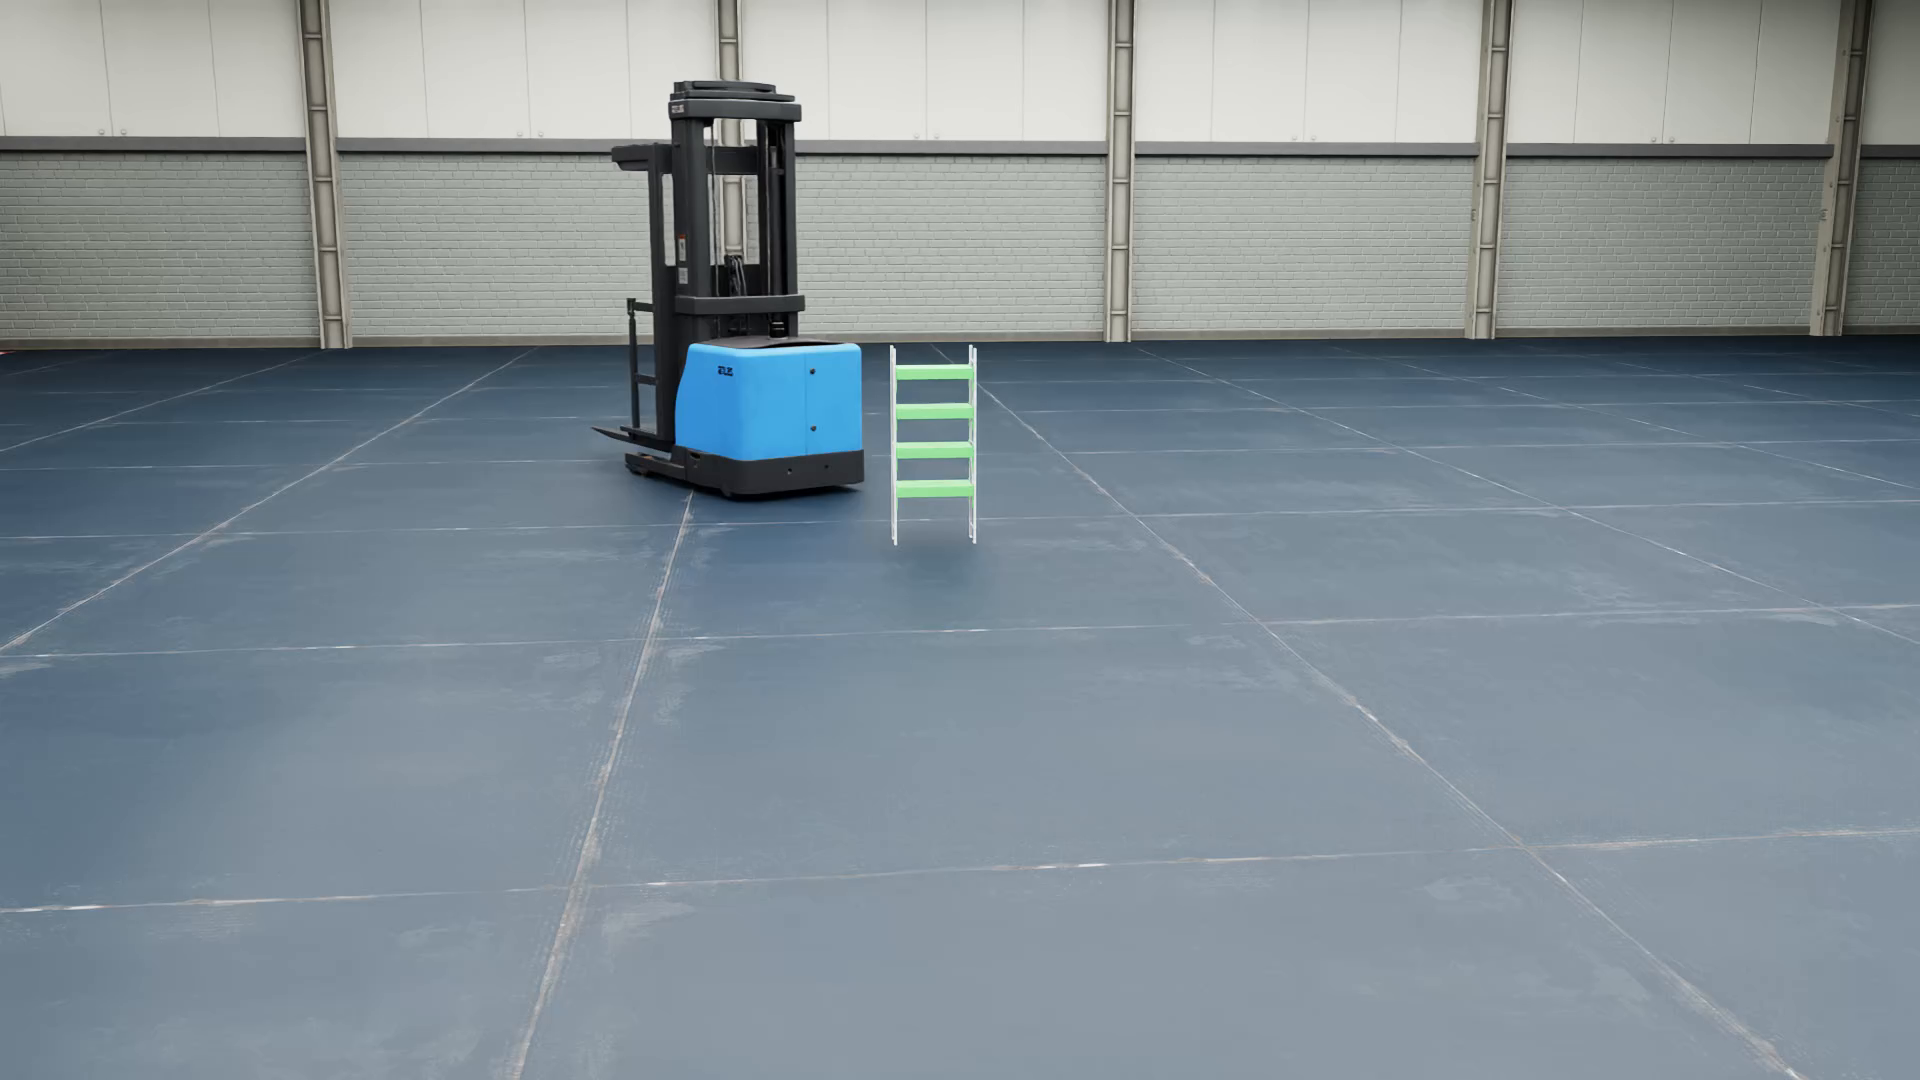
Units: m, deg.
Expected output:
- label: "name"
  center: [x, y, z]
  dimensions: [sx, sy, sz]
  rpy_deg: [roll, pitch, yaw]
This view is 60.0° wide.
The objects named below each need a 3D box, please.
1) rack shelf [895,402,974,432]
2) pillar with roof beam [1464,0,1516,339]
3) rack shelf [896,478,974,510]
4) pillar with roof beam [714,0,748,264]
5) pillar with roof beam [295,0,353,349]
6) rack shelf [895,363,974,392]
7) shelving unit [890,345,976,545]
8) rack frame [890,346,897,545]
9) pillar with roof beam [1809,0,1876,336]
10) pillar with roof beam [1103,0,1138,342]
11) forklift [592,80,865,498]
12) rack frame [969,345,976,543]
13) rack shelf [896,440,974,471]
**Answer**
- label: "rack shelf"
  center: [-0.165, -0.758, 10.201]
  dimensions: [0.480, 0.148, 0.258]
  rpy_deg: [-1, 11, -6]
- label: "pillar with roof beam"
  center: [8.925, -6.878, 22.024]
  dimensions: [0.400, 9.000, 9.100]
  rpy_deg: [-1, 11, -6]
- label: "rack shelf"
  center: [-0.165, -0.287, 10.293]
  dimensions: [0.480, 0.148, 0.258]
  rpy_deg: [-1, 11, -6]
- label: "pillar with roof beam"
  center: [-3.005, -6.628, 20.753]
  dimensions: [0.400, 9.000, 9.100]
  rpy_deg: [-1, 11, -6]
- label: "pillar with roof beam"
  center: [-8.970, -6.503, 20.117]
  dimensions: [0.400, 9.000, 9.100]
  rpy_deg: [-1, 11, -6]
- label: "rack shelf"
  center: [-0.165, -0.994, 10.154]
  dimensions: [0.480, 0.148, 0.258]
  rpy_deg: [-1, 11, -6]
- label: "shelving unit"
  center: [-0.165, -0.585, 10.235]
  dimensions: [0.503, 1.200, 0.258]
  rpy_deg: [-1, 11, -6]
- label: "rack frame"
  center: [-0.407, -0.580, 10.209]
  dimensions: [0.015, 1.200, 0.240]
  rpy_deg: [-1, 11, -6]
- label: "pillar with roof beam"
  center: [14.890, -7.003, 22.660]
  dimensions: [0.400, 9.000, 9.100]
  rpy_deg: [-1, 11, -6]
- label: "pillar with roof beam"
  center: [2.960, -6.753, 21.389]
  dimensions: [0.400, 9.000, 9.100]
  rpy_deg: [-1, 11, -6]
- label: "forklift"
  center: [-1.964, -1.973, 12.805]
  dimensions: [1.130, 2.935, 3.031]
  rpy_deg: [-8, 14, -35]
- label: "rack frame"
  center: [0.078, -0.590, 10.261]
  dimensions: [0.015, 1.200, 0.240]
  rpy_deg: [-1, 11, -6]
- label: "rack shelf"
  center: [-0.165, -0.523, 10.247]
  dimensions: [0.480, 0.148, 0.258]
  rpy_deg: [-1, 11, -6]
